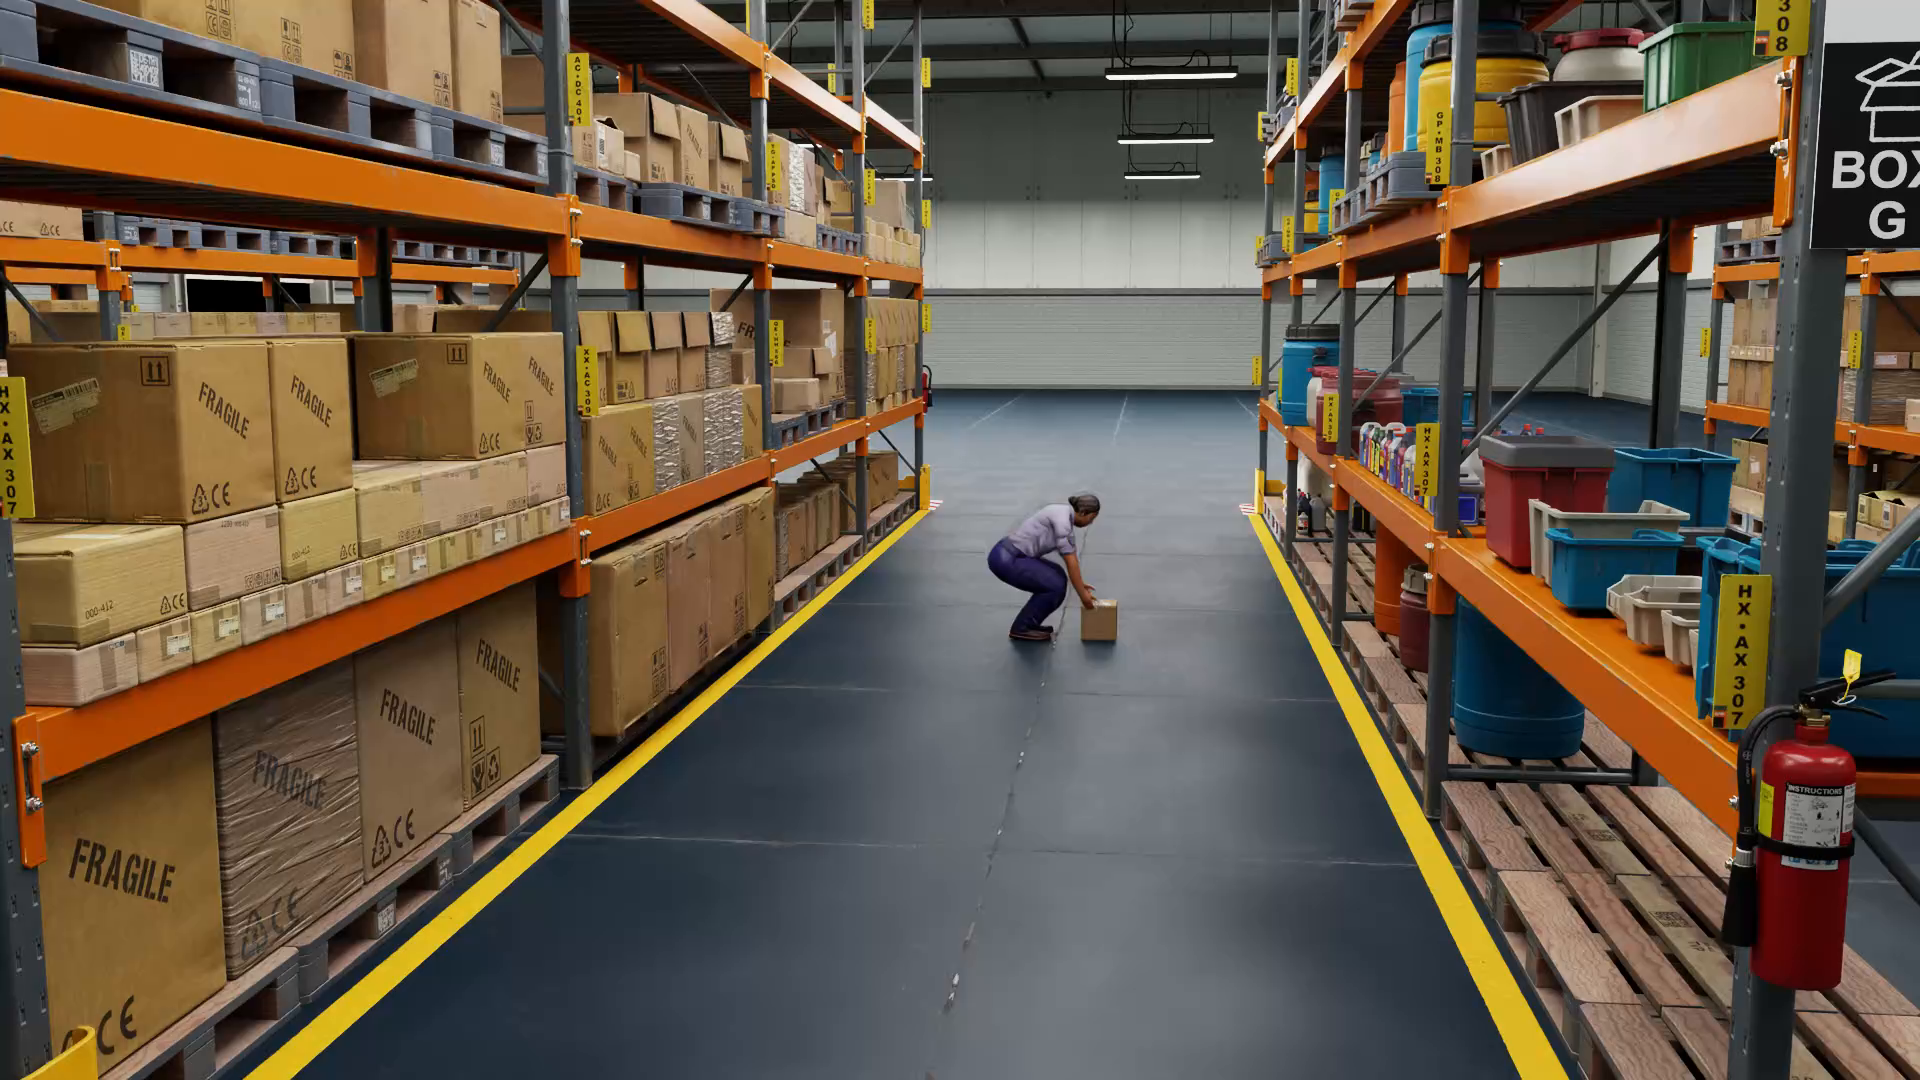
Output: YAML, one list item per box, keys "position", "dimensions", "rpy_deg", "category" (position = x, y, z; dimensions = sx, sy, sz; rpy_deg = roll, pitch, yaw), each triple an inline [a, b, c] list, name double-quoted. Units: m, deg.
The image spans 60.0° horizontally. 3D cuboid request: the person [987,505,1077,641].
- position: [0.521, 0.218, 11.874]
  dimensions: [0.637, 0.949, 0.530]
  rpy_deg: [1, 8, 6]
  category: "person"
